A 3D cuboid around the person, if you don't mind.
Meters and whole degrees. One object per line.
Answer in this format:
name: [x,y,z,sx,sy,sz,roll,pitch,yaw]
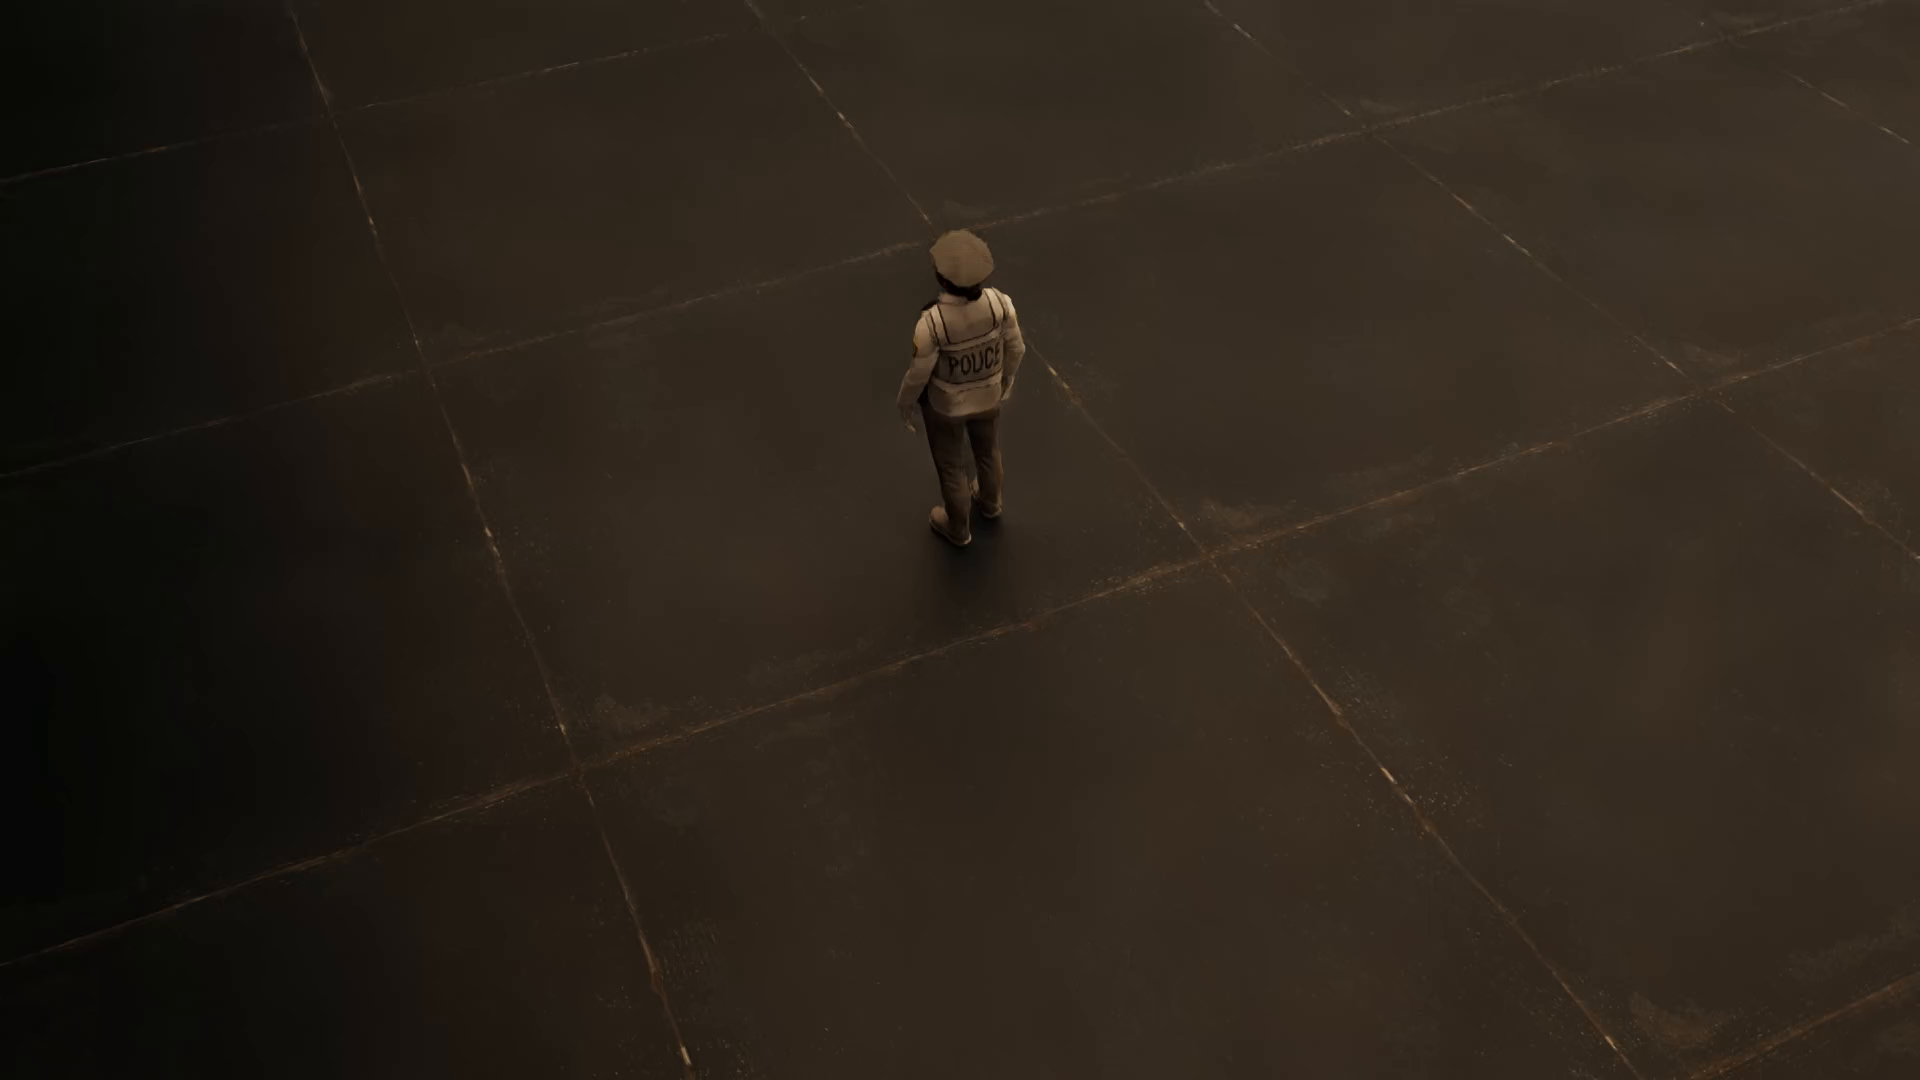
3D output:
person: [-0.022,-0.669,7.292,0.586,1.695,0.532,-18,46,-18]
